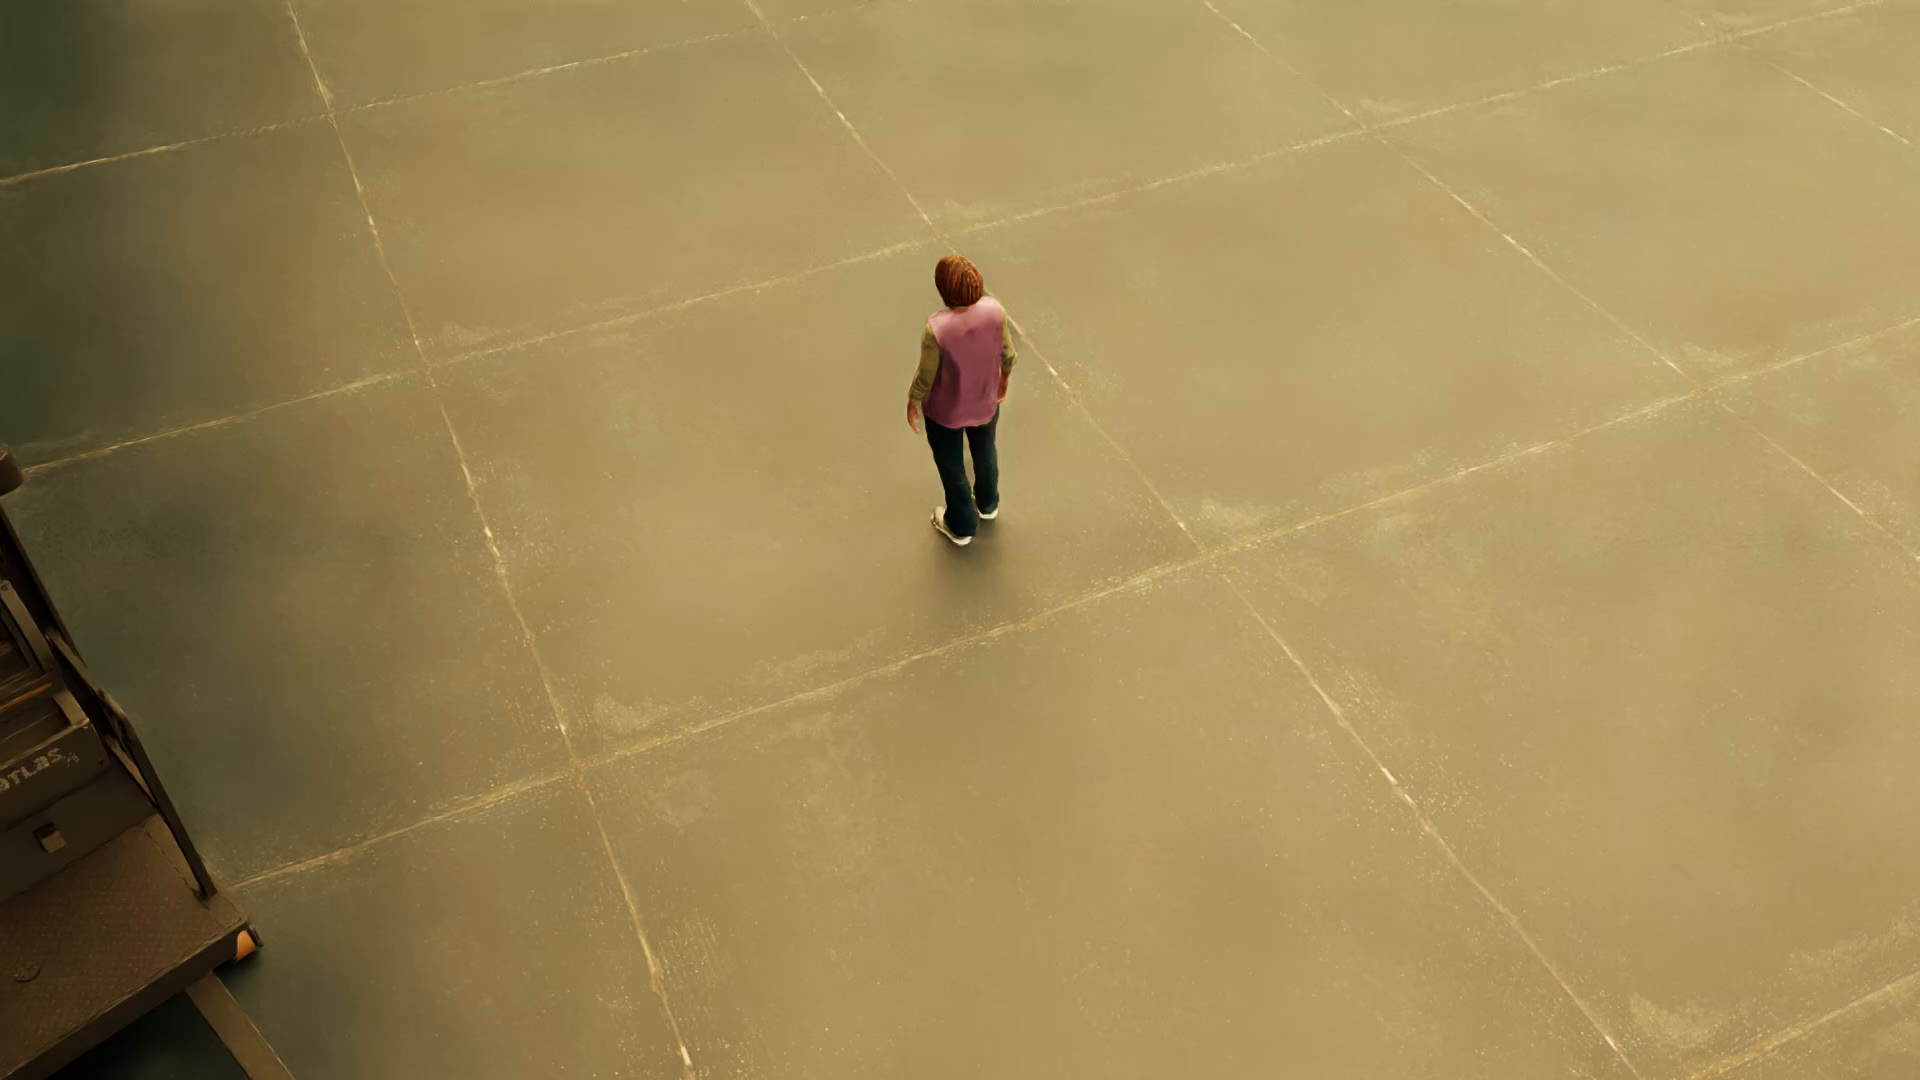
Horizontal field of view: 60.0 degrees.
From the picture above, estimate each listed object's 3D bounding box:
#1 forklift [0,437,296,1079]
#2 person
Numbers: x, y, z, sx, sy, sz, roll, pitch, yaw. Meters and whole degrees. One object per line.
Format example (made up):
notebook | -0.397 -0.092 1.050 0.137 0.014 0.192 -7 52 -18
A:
forklift | -3.226 0.556 5.084 1.130 2.935 3.031 -34 53 -31
person | -0.019 -0.639 7.332 0.520 1.597 0.474 -18 46 -18
